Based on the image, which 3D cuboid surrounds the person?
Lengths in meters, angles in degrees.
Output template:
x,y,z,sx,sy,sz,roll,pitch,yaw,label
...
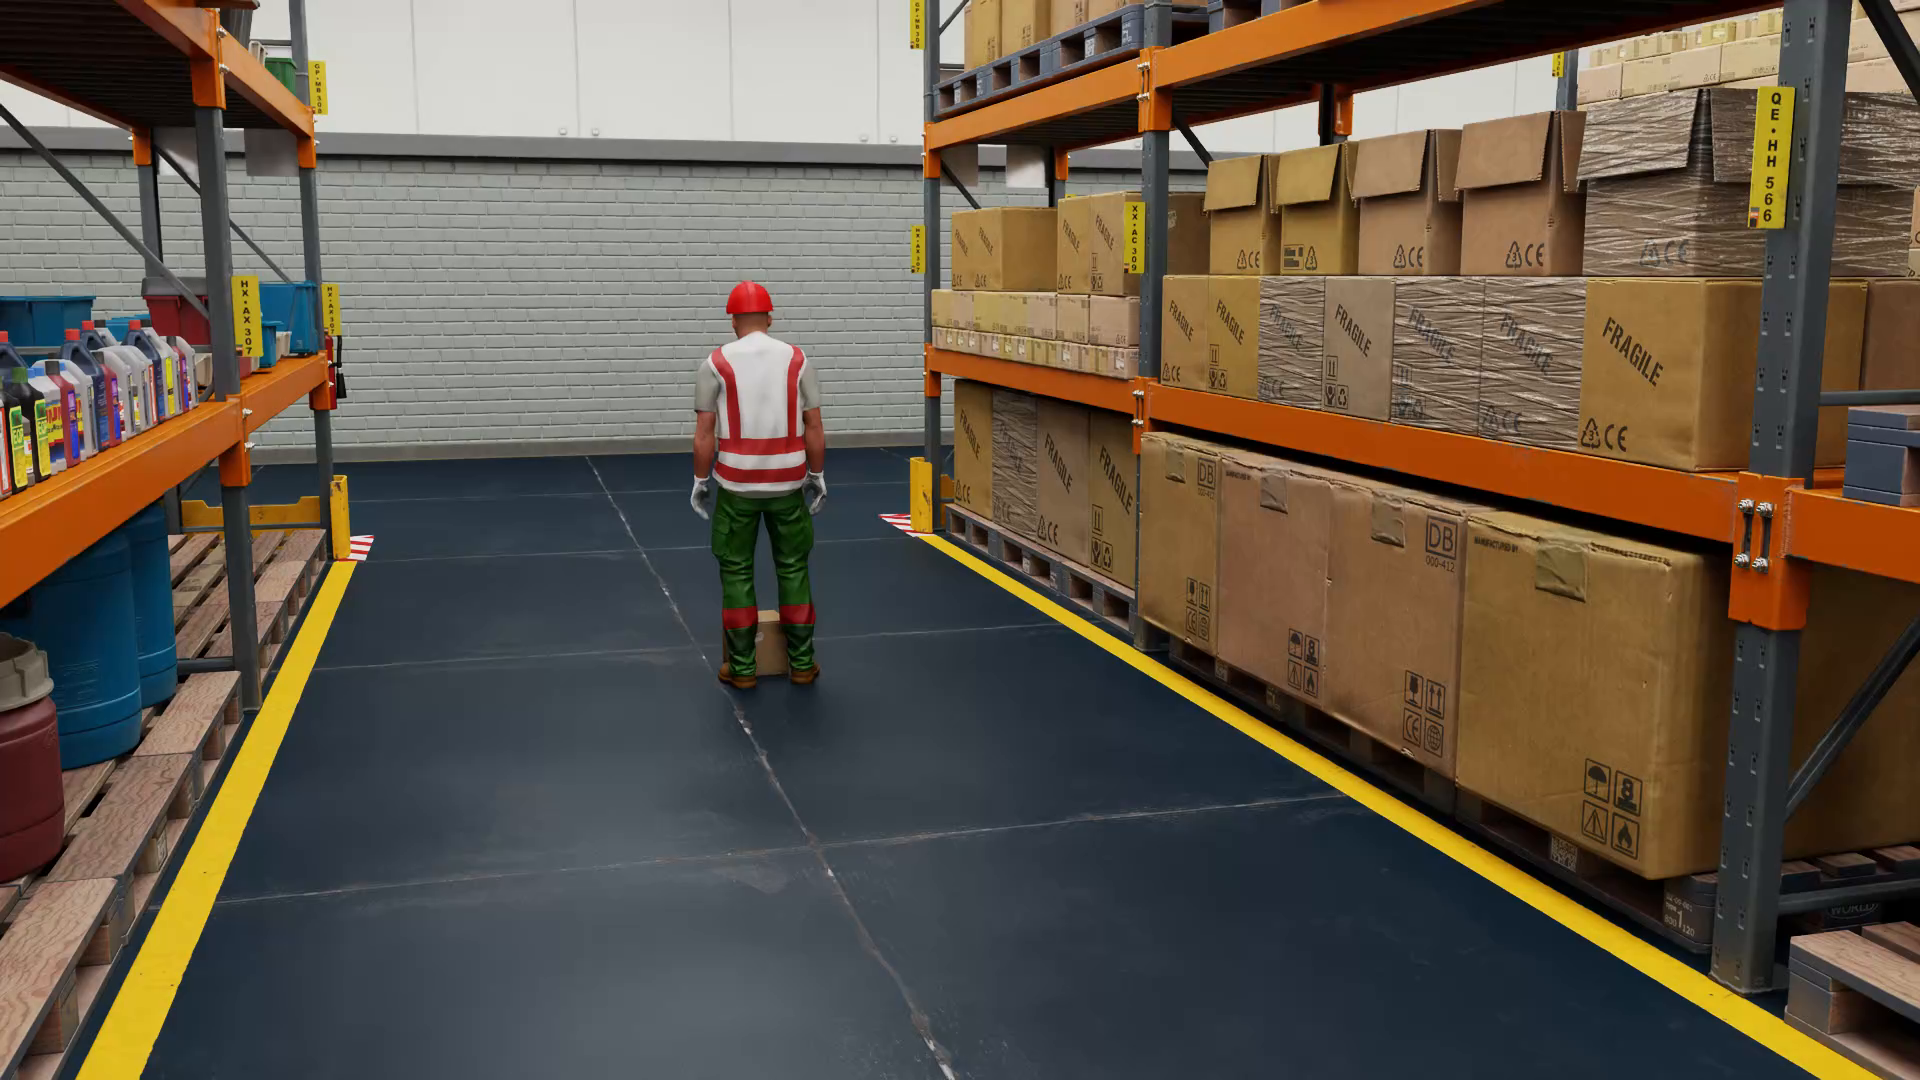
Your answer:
x,y,z,sx,sy,sz,roll,pitch,yaw,label
-0.883,-0.243,7.332,0.607,1.780,0.450,-3,10,-16,person
